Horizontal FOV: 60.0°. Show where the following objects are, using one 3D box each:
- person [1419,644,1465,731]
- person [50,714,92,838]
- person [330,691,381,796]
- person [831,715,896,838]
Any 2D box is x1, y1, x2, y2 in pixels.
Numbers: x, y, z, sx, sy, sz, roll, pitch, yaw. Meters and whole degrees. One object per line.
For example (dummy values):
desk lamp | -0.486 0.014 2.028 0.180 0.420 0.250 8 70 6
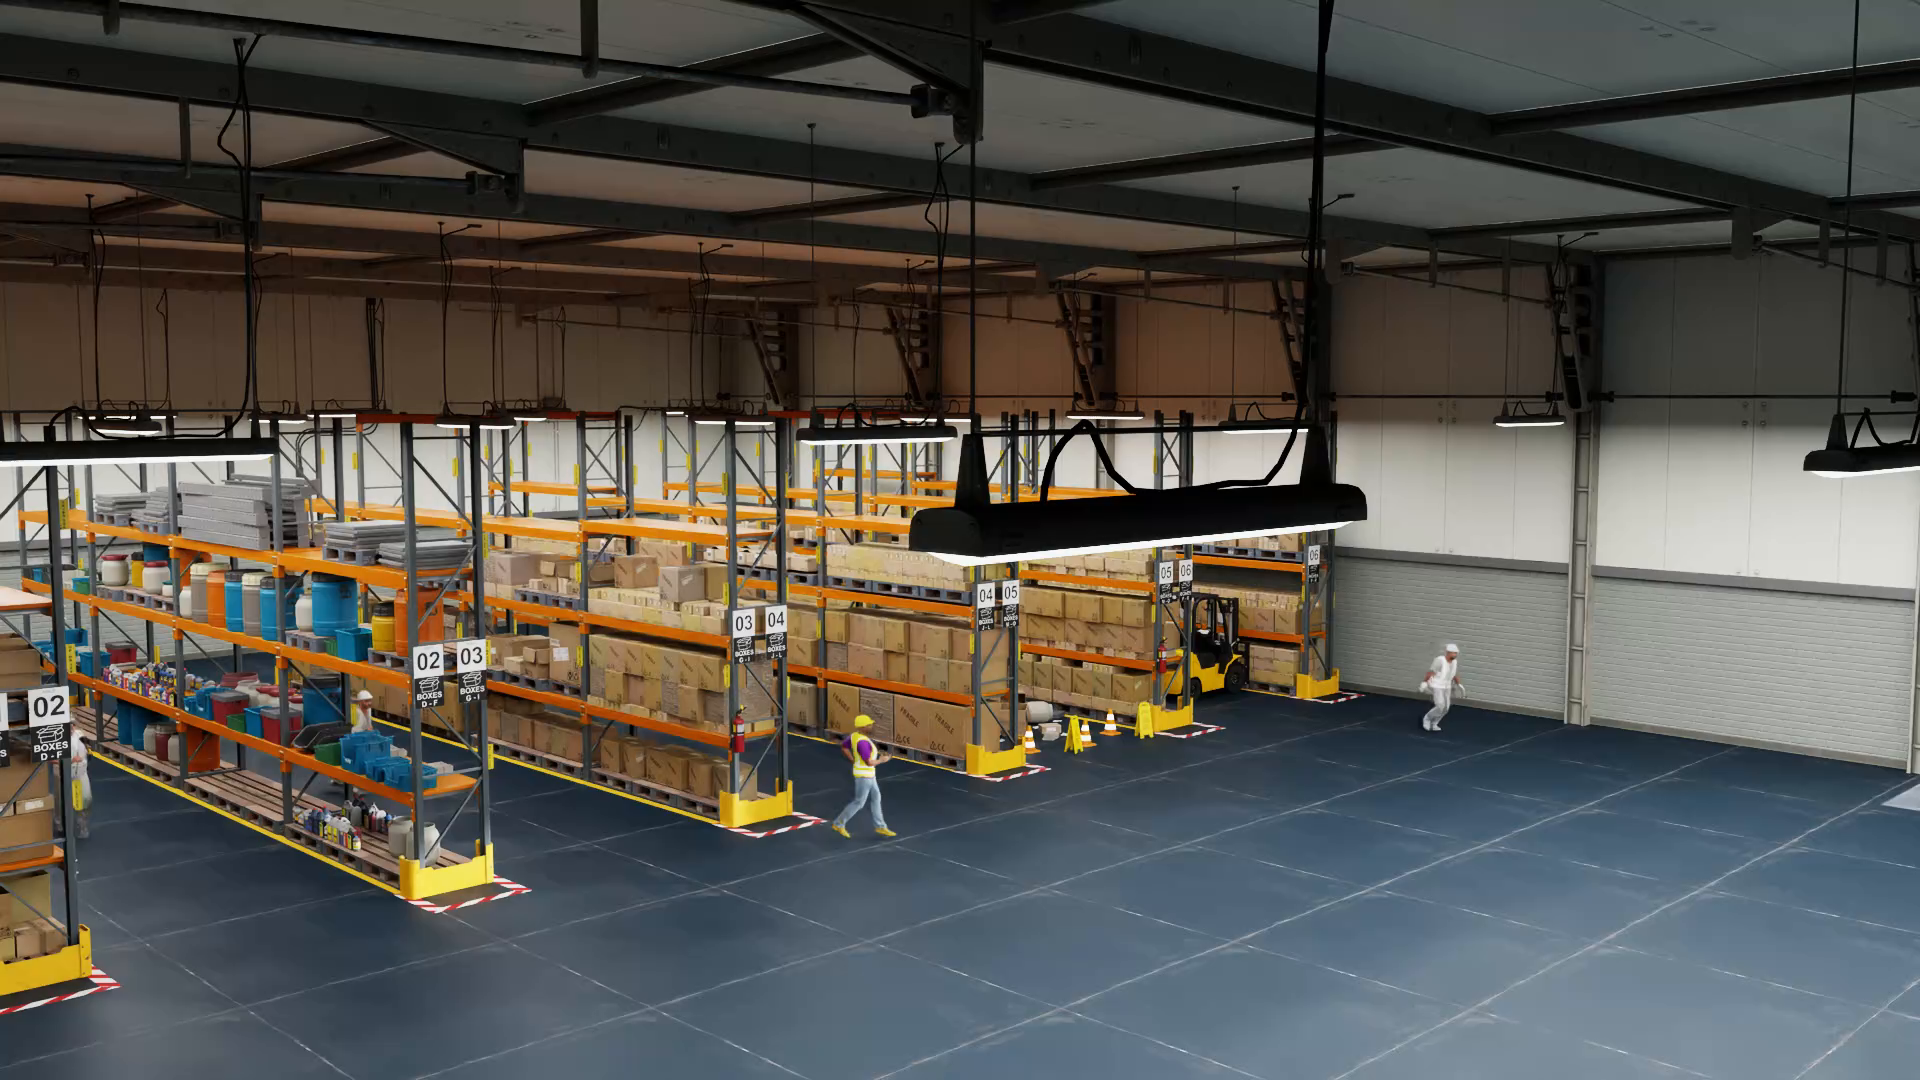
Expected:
person | 9.046 2.763 31.165 0.674 1.678 0.637 -3 6 -32
person | -12.764 3.389 23.848 0.856 1.837 0.609 4 6 40
person | -9.628 3.205 26.331 0.846 1.695 0.643 0 5 6
person | -1.368 3.370 23.641 0.935 1.786 0.679 0 5 -5
